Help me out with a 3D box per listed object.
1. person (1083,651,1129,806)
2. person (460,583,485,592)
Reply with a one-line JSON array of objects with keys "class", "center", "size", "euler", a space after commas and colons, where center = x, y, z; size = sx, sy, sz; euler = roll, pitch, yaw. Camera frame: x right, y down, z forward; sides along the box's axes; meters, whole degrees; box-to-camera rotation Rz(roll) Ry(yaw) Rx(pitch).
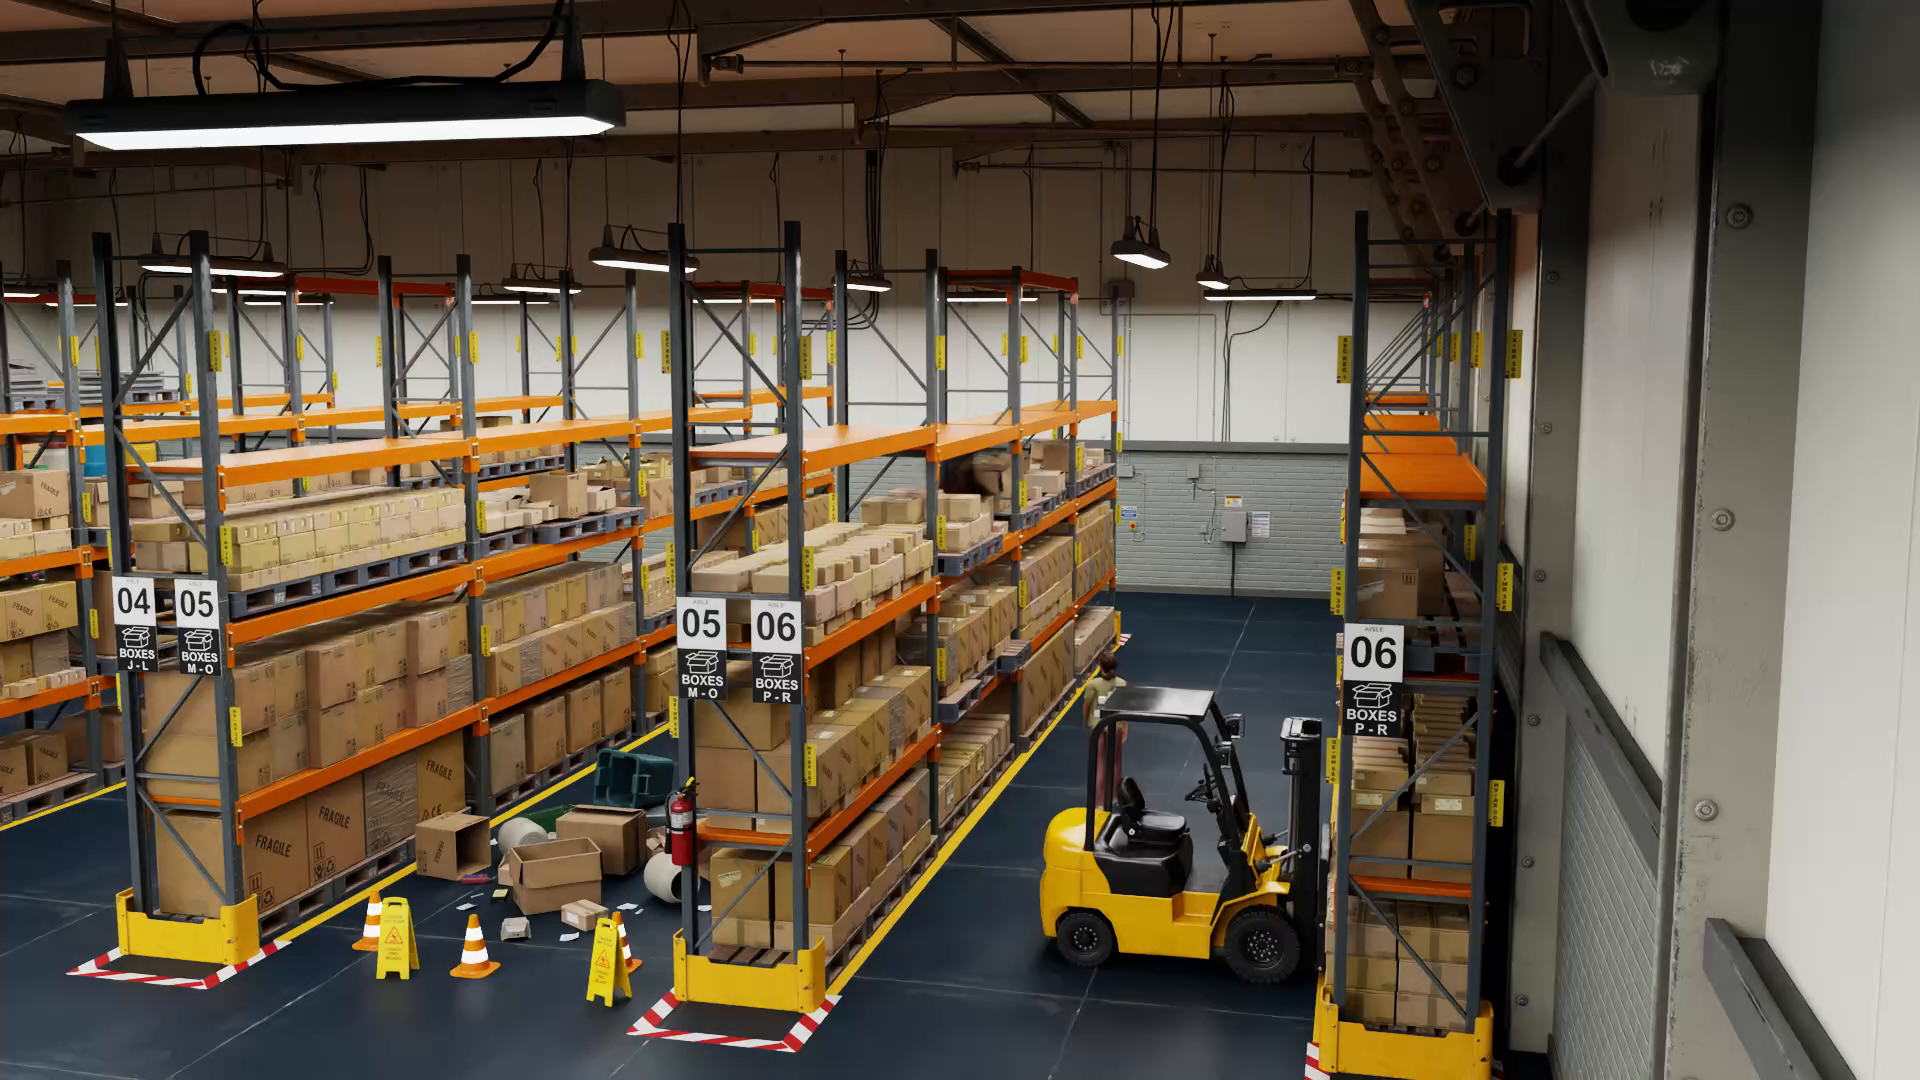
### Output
[{"class": "person", "center": [1.507, 1.920, 17.109], "size": [0.489, 1.588, 0.566], "euler": [1, 7, 9]}, {"class": "person", "center": [-7.328, 1.285, 25.050], "size": [0.764, 1.813, 0.877], "euler": [2, 7, 13]}]
